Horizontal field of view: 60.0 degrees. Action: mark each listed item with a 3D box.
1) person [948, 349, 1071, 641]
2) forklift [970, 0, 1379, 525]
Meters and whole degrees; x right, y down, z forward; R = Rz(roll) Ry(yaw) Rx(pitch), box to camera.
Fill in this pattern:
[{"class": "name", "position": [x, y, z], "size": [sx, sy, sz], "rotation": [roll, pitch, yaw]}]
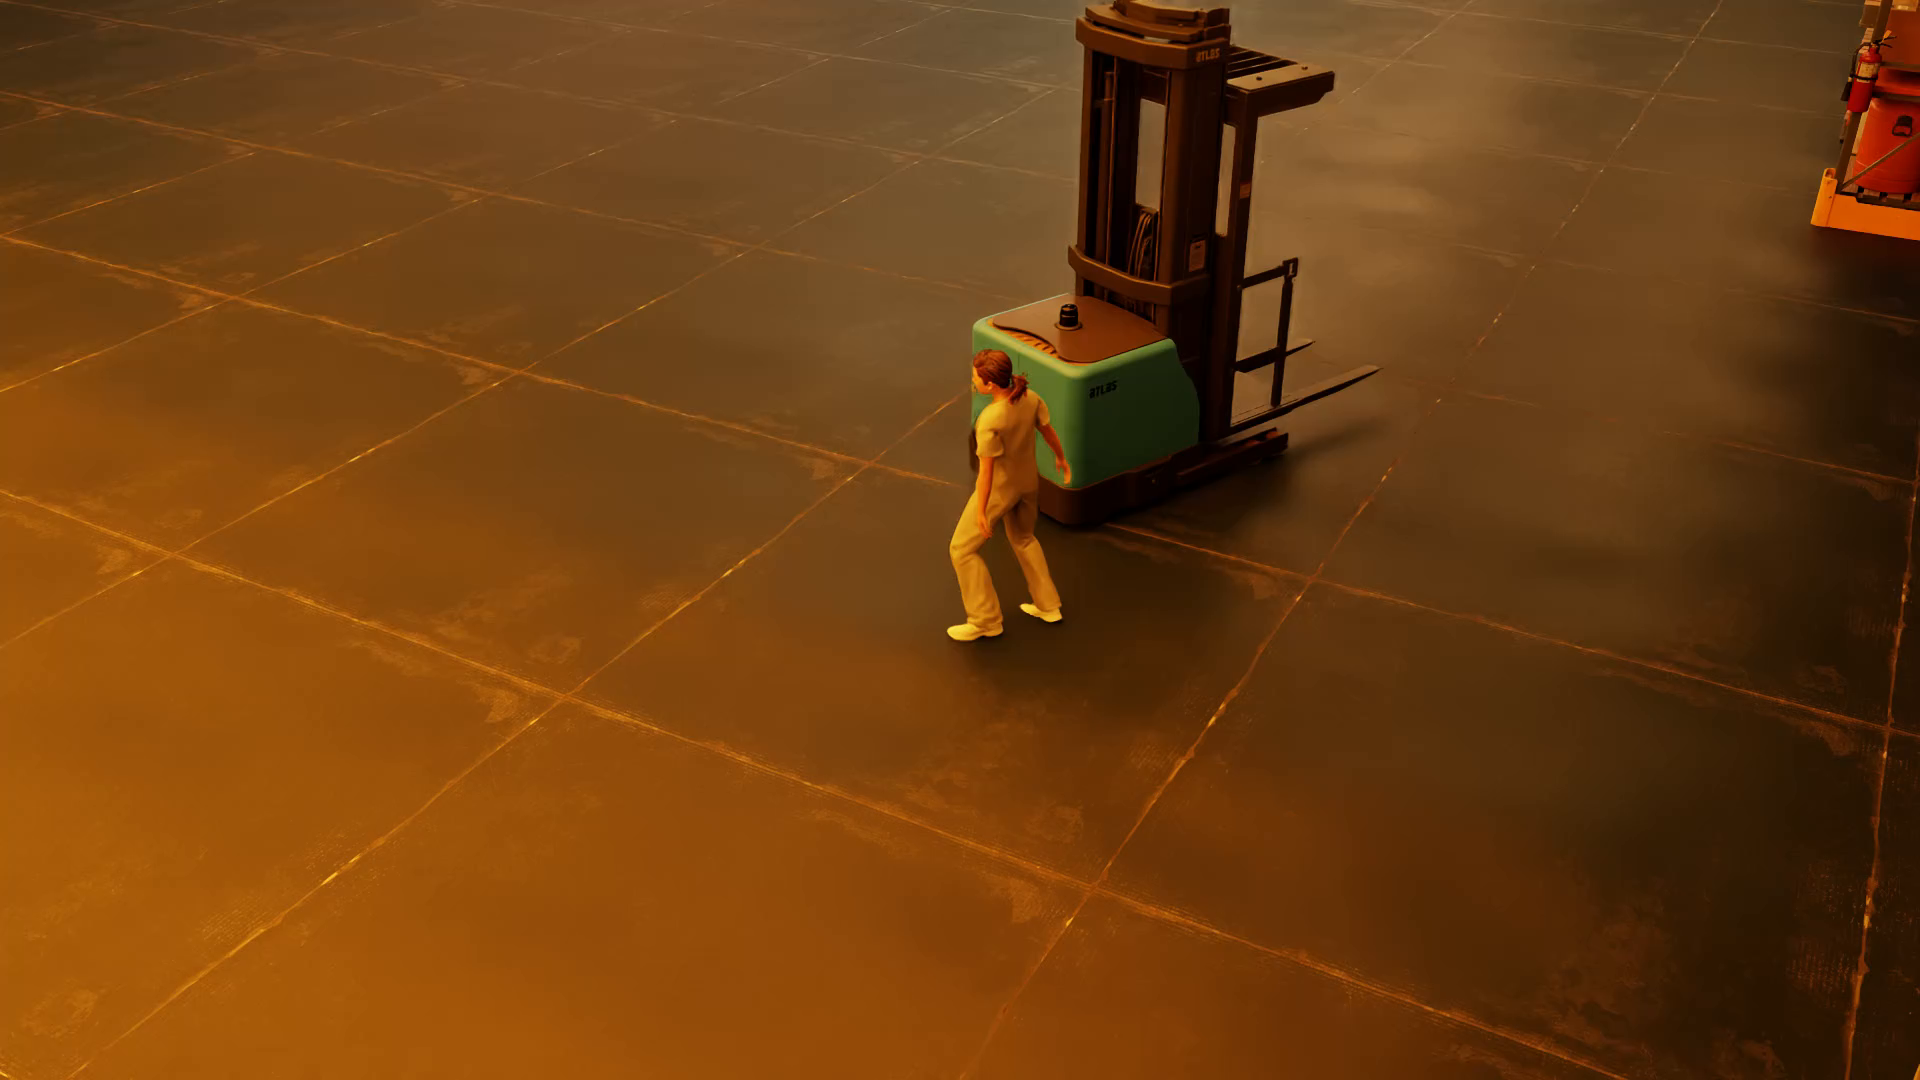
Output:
[{"class": "person", "position": [0.293, -0.244, 8.861], "size": [0.801, 1.651, 0.463], "rotation": [-26, 39, -37]}, {"class": "forklift", "position": [1.537, -1.947, 10.444], "size": [3.031, 2.935, 1.130], "rotation": [-21, 36, -32]}]
